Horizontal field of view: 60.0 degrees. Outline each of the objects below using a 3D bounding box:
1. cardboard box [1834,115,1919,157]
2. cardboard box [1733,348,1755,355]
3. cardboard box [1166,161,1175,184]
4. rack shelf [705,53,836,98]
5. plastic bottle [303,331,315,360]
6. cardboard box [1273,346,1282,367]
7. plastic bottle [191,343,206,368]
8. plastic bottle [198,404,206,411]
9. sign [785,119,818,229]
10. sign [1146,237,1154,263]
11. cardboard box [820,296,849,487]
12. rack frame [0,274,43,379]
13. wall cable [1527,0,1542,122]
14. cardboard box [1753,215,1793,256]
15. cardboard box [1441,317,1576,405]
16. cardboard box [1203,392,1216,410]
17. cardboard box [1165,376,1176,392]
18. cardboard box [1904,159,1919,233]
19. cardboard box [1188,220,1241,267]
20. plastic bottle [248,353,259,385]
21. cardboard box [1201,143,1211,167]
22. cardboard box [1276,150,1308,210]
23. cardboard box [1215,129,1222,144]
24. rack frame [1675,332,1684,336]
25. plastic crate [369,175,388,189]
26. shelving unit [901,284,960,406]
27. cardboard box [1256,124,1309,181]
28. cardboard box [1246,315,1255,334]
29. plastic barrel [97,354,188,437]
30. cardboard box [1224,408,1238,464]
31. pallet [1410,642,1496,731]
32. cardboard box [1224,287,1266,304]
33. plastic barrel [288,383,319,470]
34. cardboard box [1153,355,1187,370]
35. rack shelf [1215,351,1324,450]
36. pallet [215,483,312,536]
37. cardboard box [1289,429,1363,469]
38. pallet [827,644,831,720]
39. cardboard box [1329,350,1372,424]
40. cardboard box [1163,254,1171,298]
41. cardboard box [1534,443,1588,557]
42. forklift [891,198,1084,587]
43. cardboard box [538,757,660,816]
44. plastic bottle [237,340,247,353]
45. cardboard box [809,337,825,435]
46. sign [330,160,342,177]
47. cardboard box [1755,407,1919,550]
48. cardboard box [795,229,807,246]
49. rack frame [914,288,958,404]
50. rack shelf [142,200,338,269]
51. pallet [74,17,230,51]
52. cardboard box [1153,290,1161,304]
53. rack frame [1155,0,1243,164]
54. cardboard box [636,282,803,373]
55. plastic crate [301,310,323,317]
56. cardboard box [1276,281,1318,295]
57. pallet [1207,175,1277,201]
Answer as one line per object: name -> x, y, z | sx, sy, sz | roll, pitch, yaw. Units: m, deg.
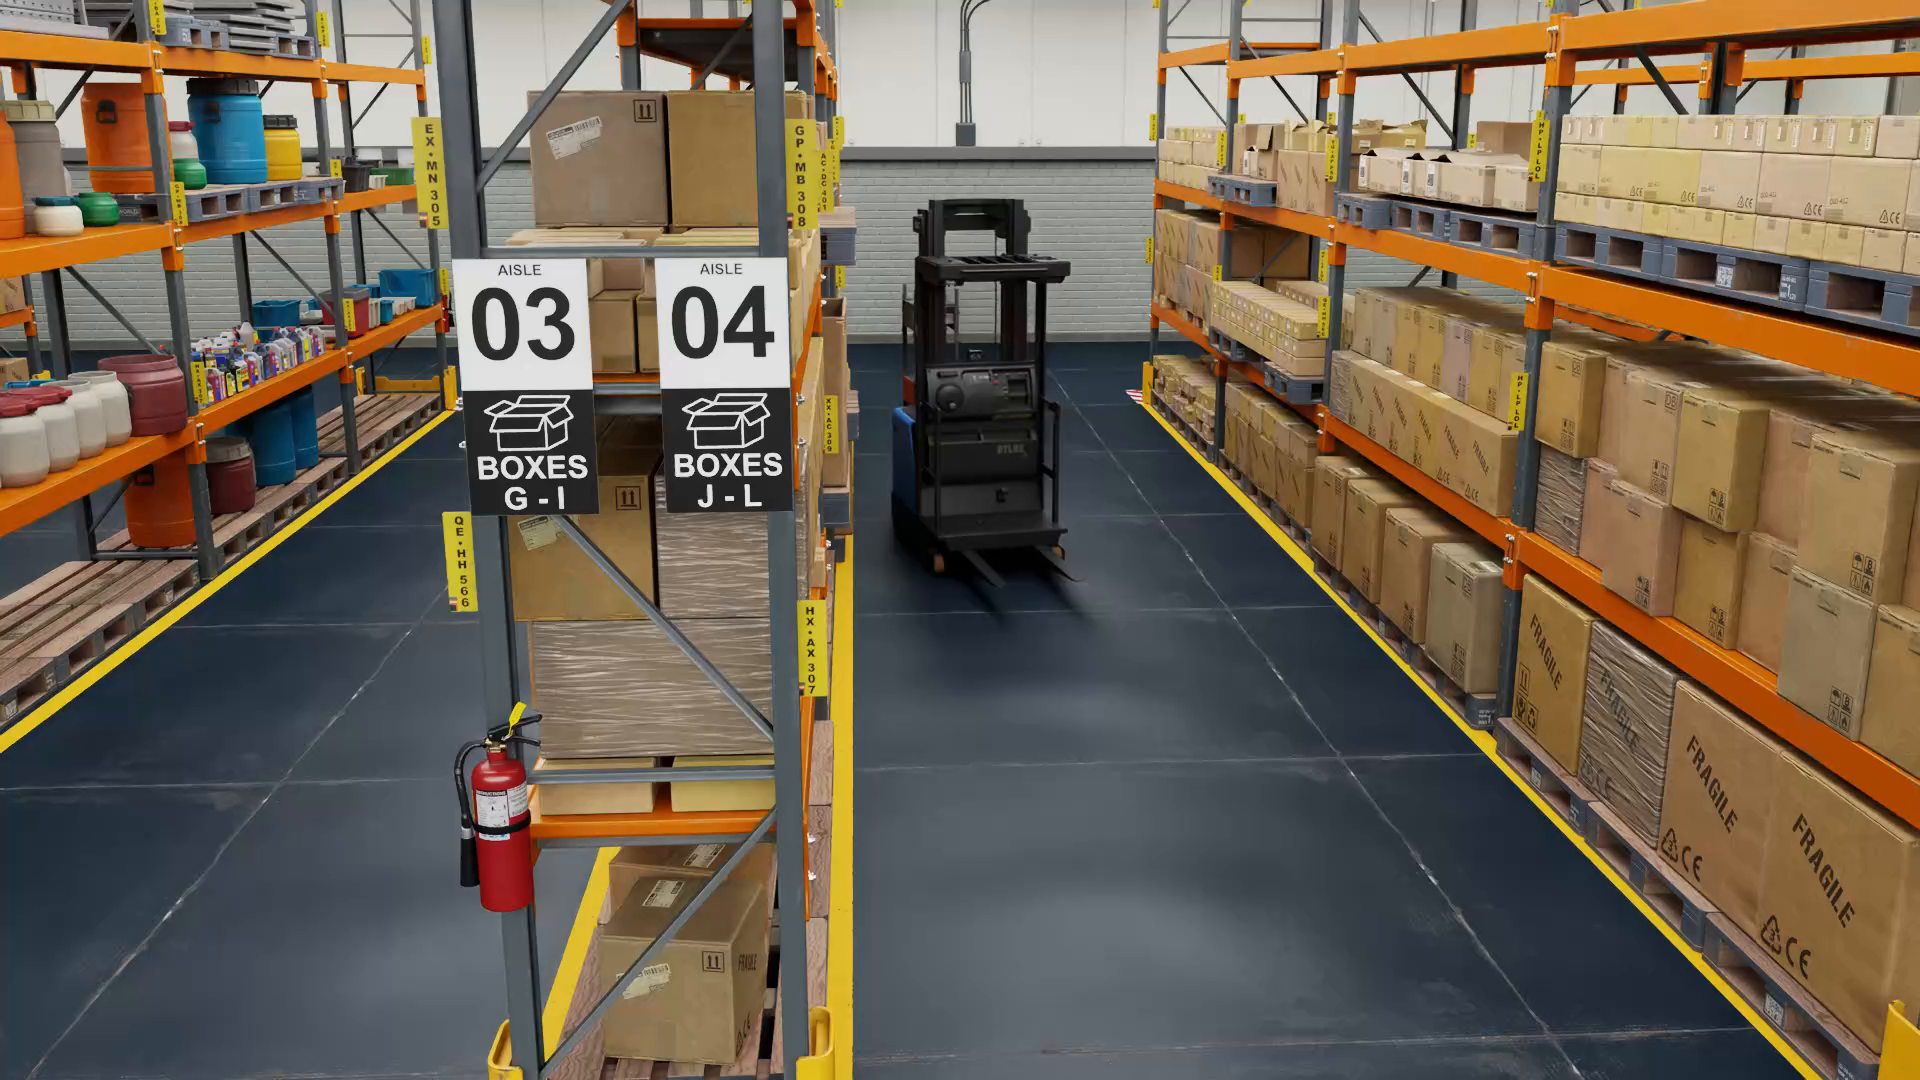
cardboard box -> 3.526, -1.509, 6.212 | 0.380, 0.149, 0.250 | -1, 14, -2
cardboard box -> 7.937, -1.915, 16.249 | 0.500, 0.250, 0.500 | -1, 14, -4
cardboard box -> 2.743, -4.384, 19.826 | 0.500, 0.250, 0.500 | 0, 14, -2
rack shelf -> -1.643, -4.070, 14.532 | 1.077, 0.370, 4.000 | -1, 14, -3
plastic bottle -> -6.341, -1.884, 16.077 | 0.152, 0.276, 0.135 | -1, 14, -3
cardboard box -> 2.918, -1.584, 14.324 | 0.380, 0.149, 0.250 | -1, 14, -2
plastic bottle -> -6.990, -1.659, 15.202 | 0.152, 0.276, 0.135 | -1, 14, -3
plastic bottle -> -6.167, -1.185, 13.363 | 0.152, 0.276, 0.135 | -1, 14, -3
sign -> -0.482, -1.104, 5.024 | 0.100, 0.325, 0.005 | -1, 14, -3
sign -> 2.400, -3.661, 20.999 | 0.100, 0.325, 0.005 | -1, 14, -3
cardboard box -> -1.181, -0.908, 9.990 | 1.000, 1.000, 1.000 | -1, 14, -3
rack frame -> -11.902, -3.047, 20.349 | 1.000, 3.000, 0.127 | -1, 14, -3
wall cable -> 7.993, -7.679, 26.310 | 2.355, 3.000, 0.029 | -1, 14, -3
cardboard box -> 3.496, -1.247, 6.796 | 0.380, 0.149, 0.250 | -1, 14, -3
cardboard box -> 3.584, -1.176, 10.868 | 0.700, 0.500, 0.500 | -1, 14, -3
cardboard box -> 2.852, -1.514, 18.075 | 0.380, 0.149, 0.250 | -1, 14, -3
cardboard box -> 2.690, -1.889, 20.130 | 0.380, 0.149, 0.250 | 0, 14, -2
cardboard box -> 3.624, -1.164, 5.673 | 0.500, 0.250, 0.500 | -1, 14, -3
cardboard box -> 2.836, -3.301, 18.532 | 0.500, 0.500, 0.500 | -1, 14, -2
plastic bottle -> -6.218, -1.500, 14.593 | 0.097, 0.271, 0.097 | 0, 14, 0
cardboard box -> 2.887, -4.118, 17.790 | 0.500, 0.250, 0.500 | -1, 15, -6
cardboard box -> 3.078, -3.149, 14.523 | 0.500, 0.500, 0.500 | -1, 14, -3
cardboard box -> 2.871, -4.210, 17.347 | 0.380, 0.149, 0.250 | -1, 14, -2
rack frame -> 8.124, -2.357, 17.668 | 1.000, 3.000, 0.127 | -1, 14, -3
plastic crate -> -6.583, -3.937, 18.319 | 0.437, 0.136, 0.530 | -1, 14, -3
shelving unit -> -0.271, -1.268, 15.243 | 0.431, 2.100, 0.503 | -4, 15, -14
cardboard box -> 3.154, -3.575, 15.333 | 0.797, 0.503, 0.637 | -1, 14, -4
cardboard box -> 2.854, -1.987, 15.295 | 0.380, 0.149, 0.250 | -1, 14, -5
plastic barrel -> -6.132, -1.088, 12.462 | 0.600, 0.536, 0.708 | -1, 14, -3
cardboard box -> 2.971, -1.060, 16.802 | 0.500, 0.500, 0.500 | 0, 14, -1
pallet -> 3.562, 0.894, 10.629 | 1.003, 0.211, 1.213 | -1, 14, -3
cardboard box -> 2.792, -2.387, 16.252 | 0.380, 0.149, 0.250 | -1, 14, -3
plastic barrel -> -6.694, -1.179, 16.458 | 0.600, 0.901, 0.708 | -1, 14, -3
cardboard box -> 2.635, -2.226, 20.841 | 0.380, 0.149, 0.250 | -2, 15, -6
rack shelf -> 3.314, -1.410, 15.430 | 1.077, 0.370, 4.000 | -1, 14, -3
pallet -> -6.626, -0.281, 15.193 | 1.003, 0.211, 1.213 | -1, 14, -3
cardboard box -> 3.133, -0.783, 14.218 | 0.500, 0.250, 0.500 | -1, 14, -5
pallet -> -1.321, 0.942, 10.440 | 1.003, 0.211, 1.213 | -1, 14, -3
cardboard box -> 3.196, -1.193, 12.944 | 0.500, 0.500, 0.500 | -1, 14, -3
cardboard box -> 2.752, -3.194, 20.124 | 0.500, 0.500, 0.500 | -1, 14, -3
cardboard box -> 3.720, -0.247, 9.166 | 0.875, 0.550, 0.550 | -1, 14, -3
forklift -> 0.233, -1.247, 13.490 | 1.130, 2.935, 3.031 | -4, 15, -14
cardboard box -> -1.247, 0.834, 5.768 | 0.380, 0.149, 0.250 | -1, 14, -3
plastic bottle -> -6.916, -1.826, 16.002 | 0.097, 0.201, 0.097 | 0, 14, 0
cardboard box -> -0.969, -0.784, 8.748 | 0.500, 0.500, 0.500 | -1, 14, -3
sign -> -6.161, -3.593, 16.432 | 0.100, 0.325, 0.005 | -1, 14, -3
cardboard box -> 3.924, -0.236, 6.957 | 0.875, 0.550, 0.550 | -1, 14, -3
cardboard box -> -0.876, -1.384, 7.365 | 0.380, 0.149, 0.250 | 0, 14, -1
rack frame -> -0.212, -1.210, 15.013 | 0.400, 2.100, 0.015 | -4, 15, -14
rack shelf -> -6.587, -2.735, 14.559 | 1.077, 0.370, 4.000 | -1, 14, -3
pallet -> -6.477, -3.933, 12.935 | 1.213, 0.211, 1.003 | -1, 14, -3
cardboard box -> 2.635, -3.043, 20.838 | 0.380, 0.149, 0.250 | -1, 14, -4
rack frame -> 2.942, -6.156, 20.392 | 1.000, 3.000, 0.127 | -1, 14, -3
cardboard box -> -0.795, -0.724, 5.600 | 0.500, 0.250, 0.500 | 0, 14, -2
plastic crate -> -7.118, -2.457, 18.466 | 0.293, 0.136, 0.466 | -1, 14, -3
cardboard box -> 3.409, -2.529, 16.802 | 0.380, 0.149, 0.250 | 0, 14, -1
pallet -> 3.122, -3.462, 16.320 | 1.213, 0.211, 1.003 | -1, 14, -3
